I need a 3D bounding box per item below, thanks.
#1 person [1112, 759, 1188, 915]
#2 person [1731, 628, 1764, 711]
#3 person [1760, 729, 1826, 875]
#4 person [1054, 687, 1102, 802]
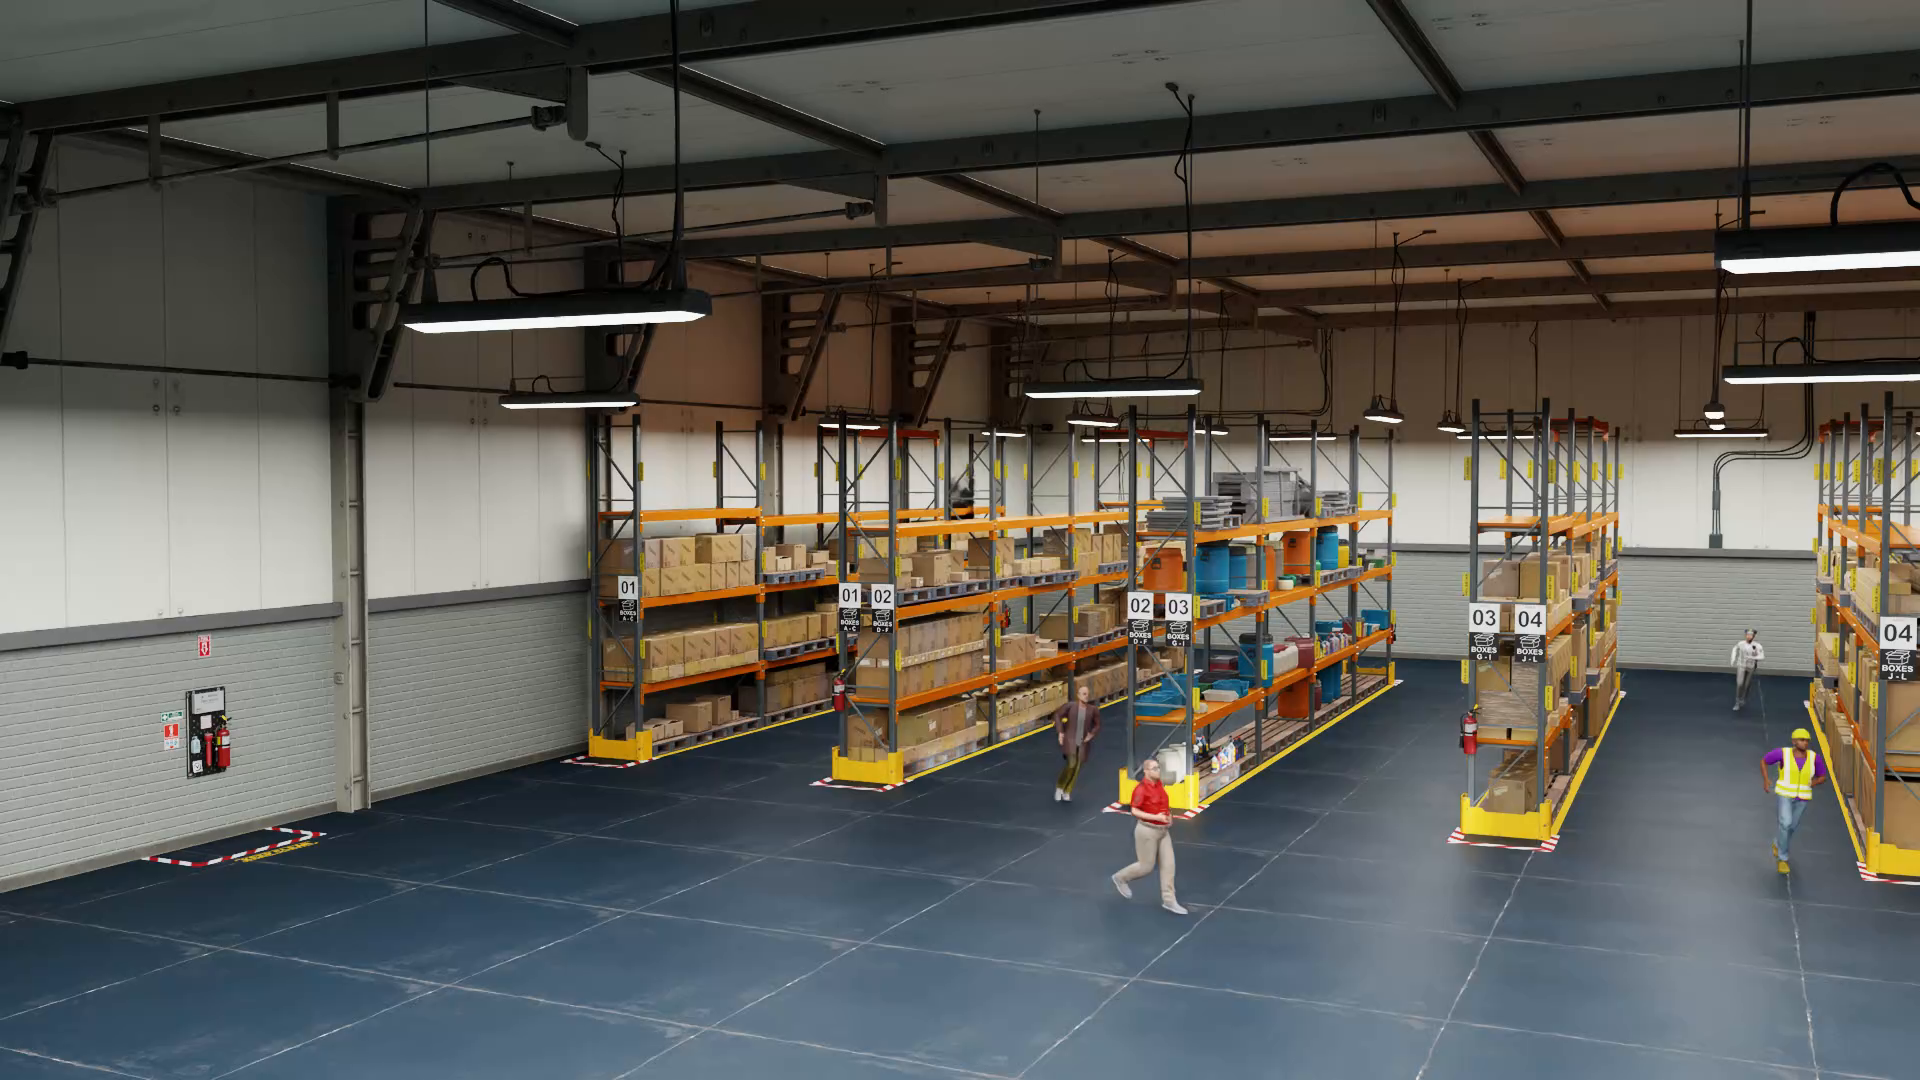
[{"bbox_3d":[2.177,3.356,18.961,0.954,1.725,0.664,2,3,42],"label":"person"},{"bbox_3d":[16.596,2.730,35.044,0.622,1.755,0.715,1,3,23],"label":"person"},{"bbox_3d":[10.547,3.259,21.007,0.721,1.781,0.921,0,2,7],"label":"person"},{"bbox_3d":[1.797,3.097,25.188,0.723,1.738,0.629,0,2,-10],"label":"person"}]
